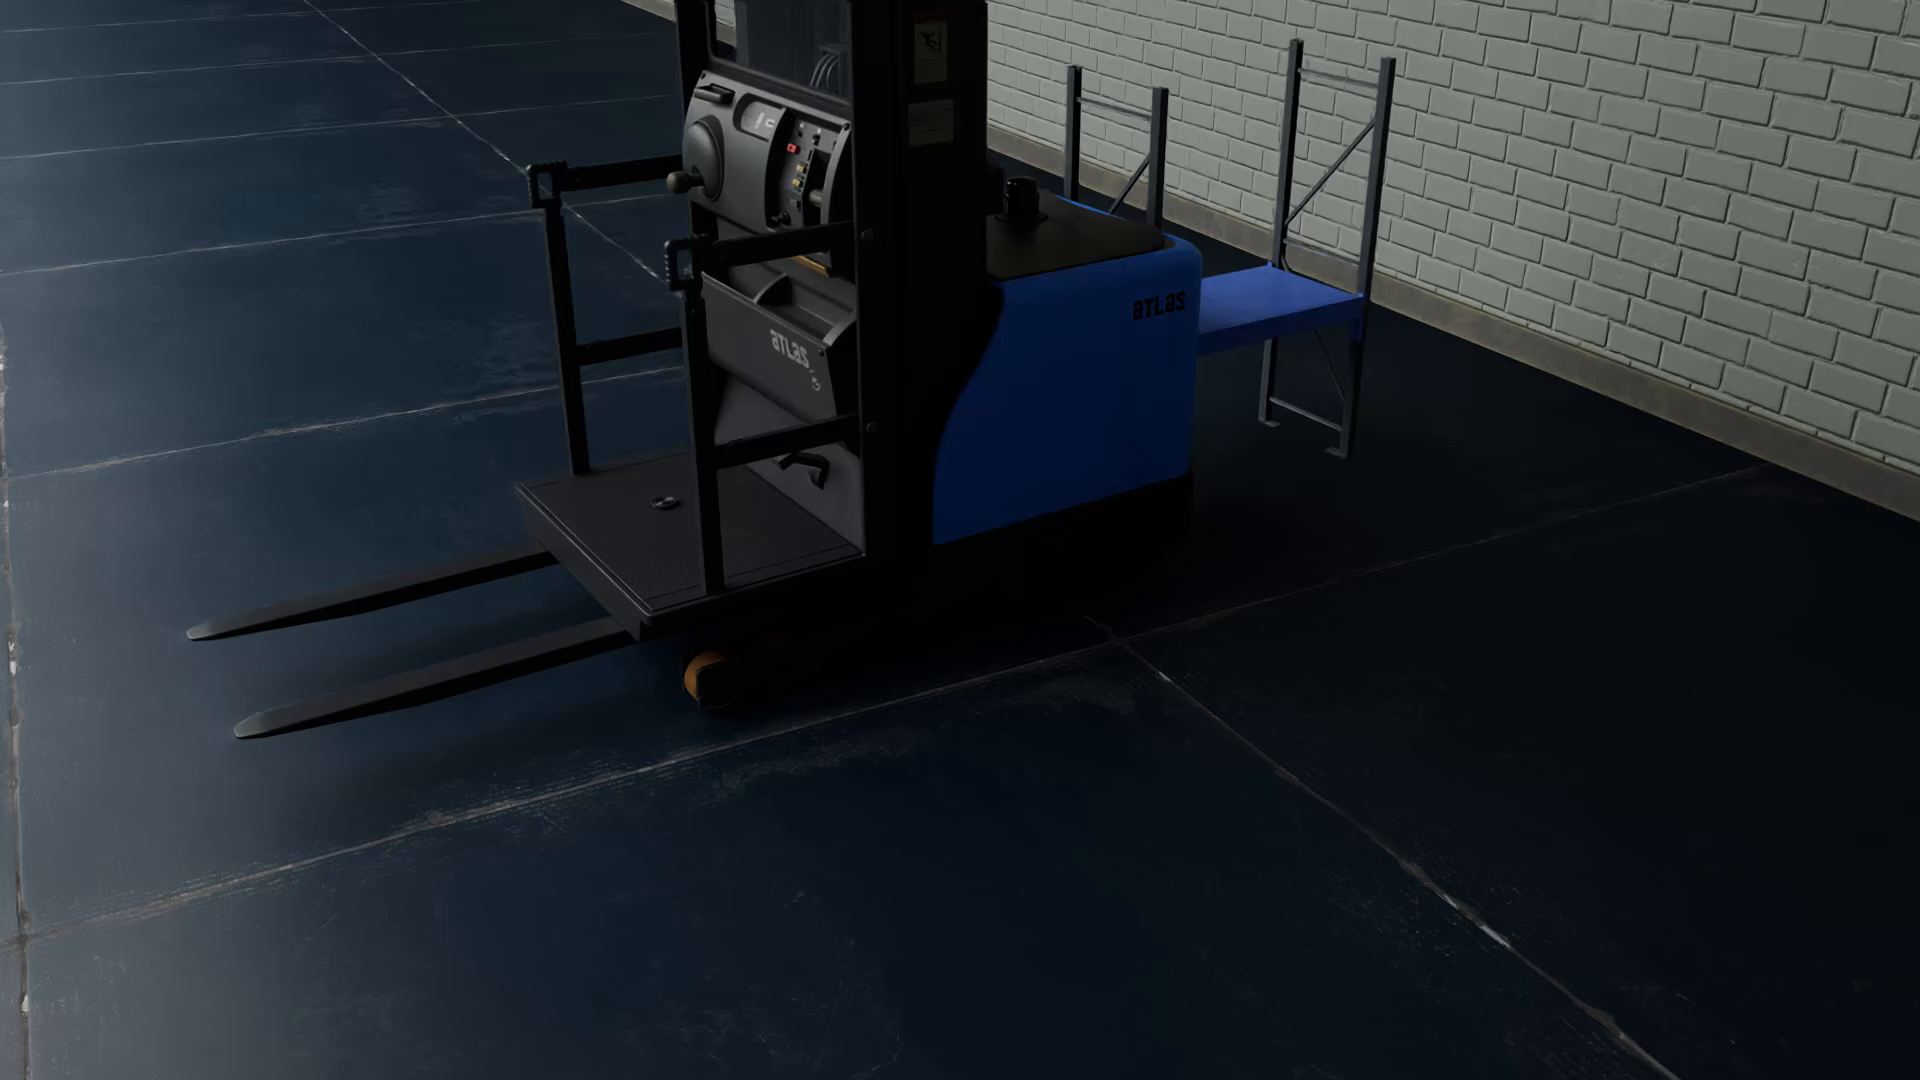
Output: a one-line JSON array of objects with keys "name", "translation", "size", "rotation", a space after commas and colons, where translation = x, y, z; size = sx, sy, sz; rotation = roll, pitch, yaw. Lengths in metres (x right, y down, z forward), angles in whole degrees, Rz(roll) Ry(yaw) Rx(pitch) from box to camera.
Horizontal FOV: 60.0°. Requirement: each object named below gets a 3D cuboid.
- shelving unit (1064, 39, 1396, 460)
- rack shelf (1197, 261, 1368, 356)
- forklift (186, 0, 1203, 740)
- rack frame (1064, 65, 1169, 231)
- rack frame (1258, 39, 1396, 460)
[{"name": "shelving unit", "translation": [0.937, -0.959, 6.015], "size": [1.048, 1.500, 0.538], "rotation": [-16, 30, -30]}, {"name": "rack shelf", "translation": [0.937, -0.797, 6.093], "size": [1.000, 0.185, 0.538], "rotation": [-16, 30, -30]}, {"name": "forklift", "translation": [-0.737, -1.100, 4.654], "size": [3.031, 2.935, 1.130], "rotation": [-16, 30, -30]}, {"name": "rack frame", "translation": [0.512, -0.839, 5.765], "size": [0.032, 1.500, 0.500], "rotation": [-16, 30, -30]}, {"name": "rack frame", "translation": [1.363, -1.080, 6.266], "size": [0.032, 1.500, 0.500], "rotation": [-16, 30, -30]}]
